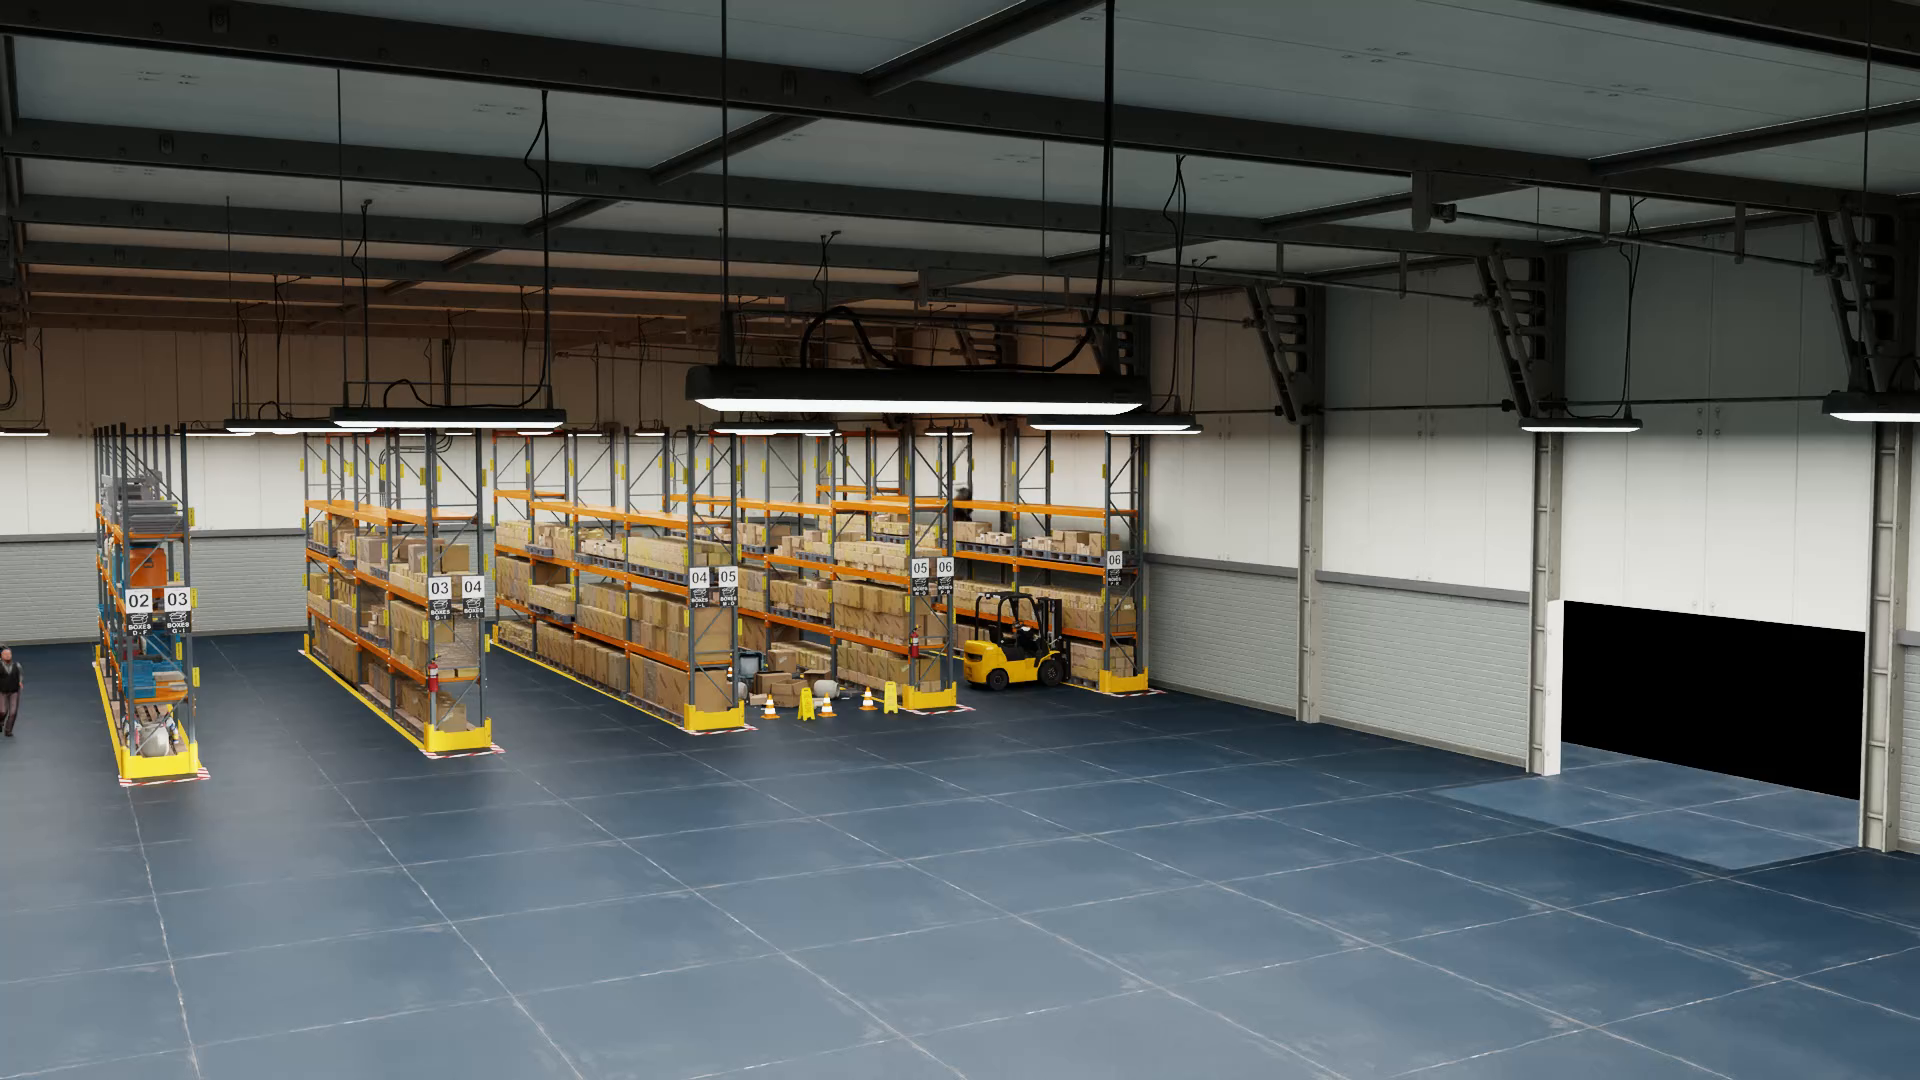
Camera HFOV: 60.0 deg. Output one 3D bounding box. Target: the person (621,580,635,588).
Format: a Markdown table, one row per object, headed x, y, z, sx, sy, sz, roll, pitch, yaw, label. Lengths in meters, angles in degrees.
| x | y | z | sx | sy | sz | roll | pitch | yaw | label |
| --- | --- | --- | --- | --- | --- | --- | --- | --- | --- |
| -9.750 | 1.884 | 50.127 | 0.967 | 1.732 | 0.729 | -1 | 4 | -18 | person |

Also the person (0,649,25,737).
| x | y | z | sx | sy | sz | roll | pitch | yaw | label |
| --- | --- | --- | --- | --- | --- | --- | --- | --- | --- |
| -18.320 | 2.944 | 31.992 | 0.640 | 1.673 | 0.577 | -3 | 5 | -44 | person |
